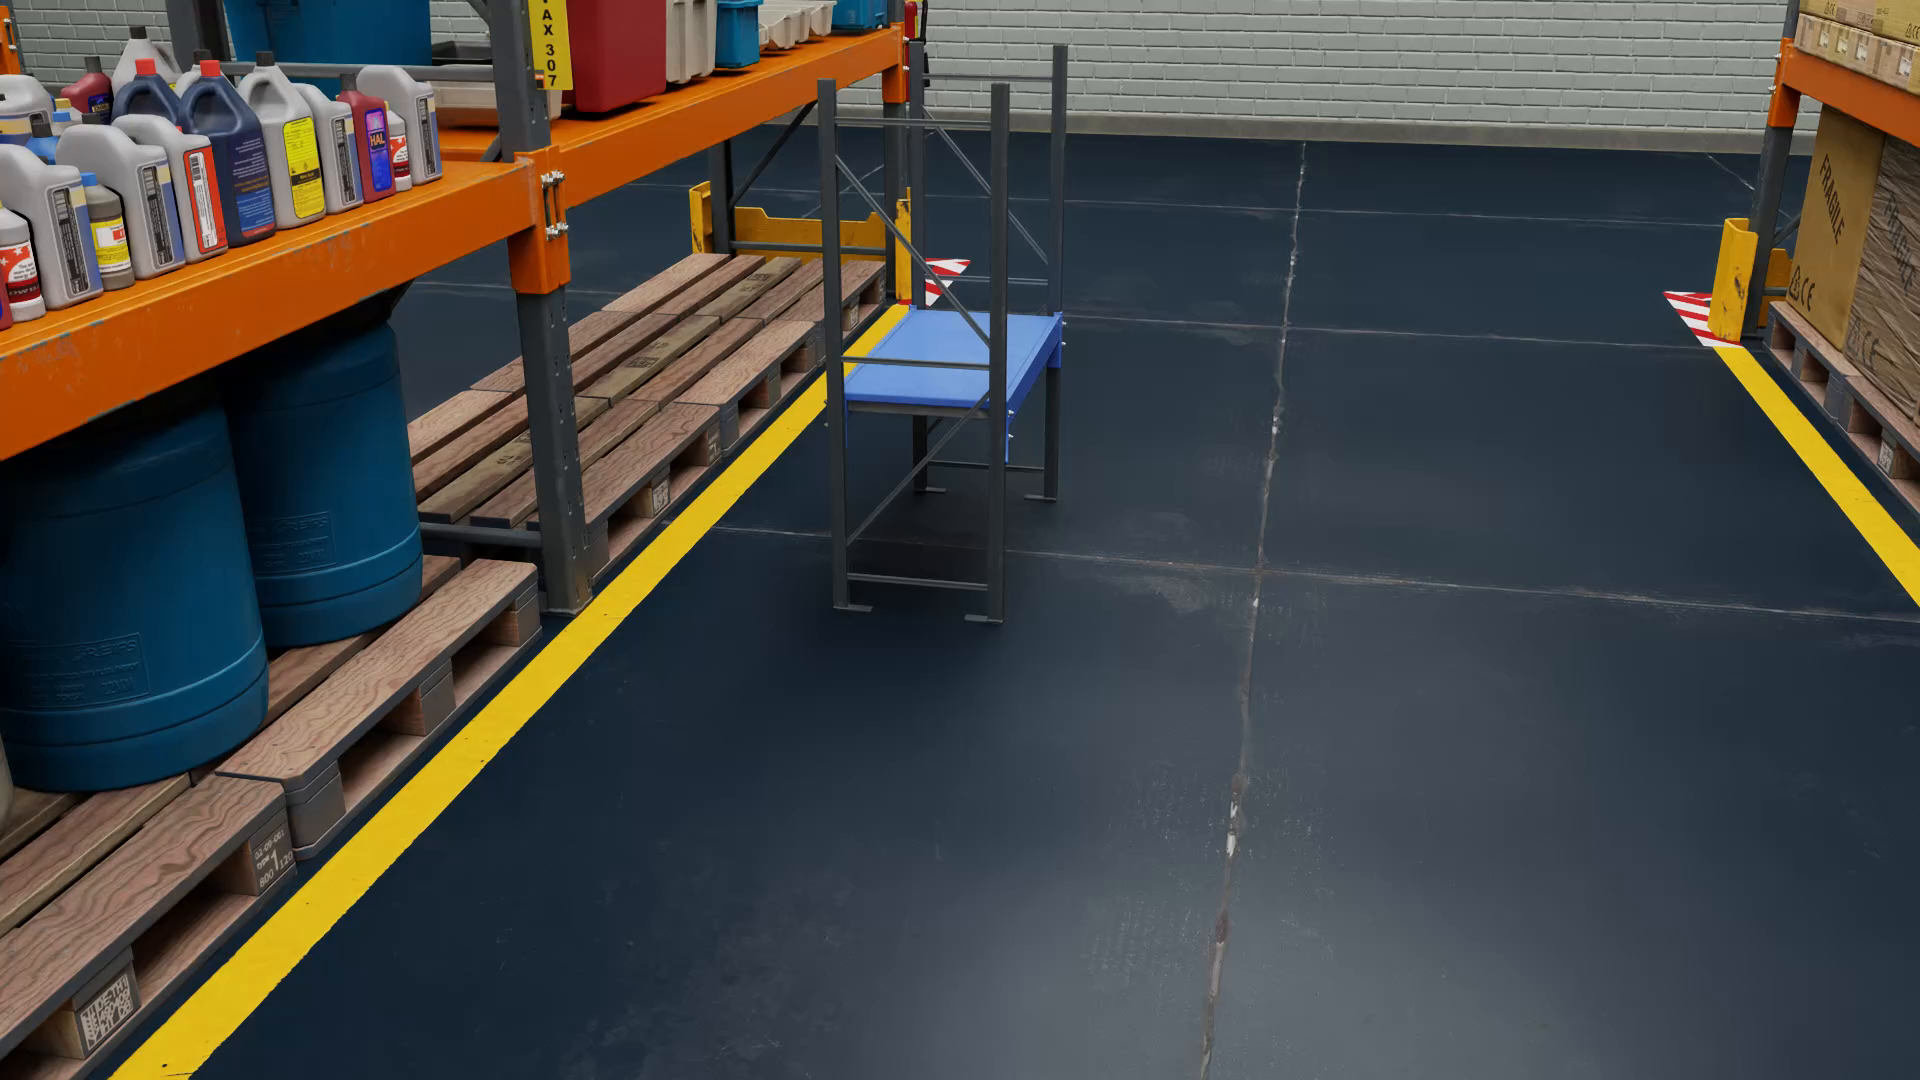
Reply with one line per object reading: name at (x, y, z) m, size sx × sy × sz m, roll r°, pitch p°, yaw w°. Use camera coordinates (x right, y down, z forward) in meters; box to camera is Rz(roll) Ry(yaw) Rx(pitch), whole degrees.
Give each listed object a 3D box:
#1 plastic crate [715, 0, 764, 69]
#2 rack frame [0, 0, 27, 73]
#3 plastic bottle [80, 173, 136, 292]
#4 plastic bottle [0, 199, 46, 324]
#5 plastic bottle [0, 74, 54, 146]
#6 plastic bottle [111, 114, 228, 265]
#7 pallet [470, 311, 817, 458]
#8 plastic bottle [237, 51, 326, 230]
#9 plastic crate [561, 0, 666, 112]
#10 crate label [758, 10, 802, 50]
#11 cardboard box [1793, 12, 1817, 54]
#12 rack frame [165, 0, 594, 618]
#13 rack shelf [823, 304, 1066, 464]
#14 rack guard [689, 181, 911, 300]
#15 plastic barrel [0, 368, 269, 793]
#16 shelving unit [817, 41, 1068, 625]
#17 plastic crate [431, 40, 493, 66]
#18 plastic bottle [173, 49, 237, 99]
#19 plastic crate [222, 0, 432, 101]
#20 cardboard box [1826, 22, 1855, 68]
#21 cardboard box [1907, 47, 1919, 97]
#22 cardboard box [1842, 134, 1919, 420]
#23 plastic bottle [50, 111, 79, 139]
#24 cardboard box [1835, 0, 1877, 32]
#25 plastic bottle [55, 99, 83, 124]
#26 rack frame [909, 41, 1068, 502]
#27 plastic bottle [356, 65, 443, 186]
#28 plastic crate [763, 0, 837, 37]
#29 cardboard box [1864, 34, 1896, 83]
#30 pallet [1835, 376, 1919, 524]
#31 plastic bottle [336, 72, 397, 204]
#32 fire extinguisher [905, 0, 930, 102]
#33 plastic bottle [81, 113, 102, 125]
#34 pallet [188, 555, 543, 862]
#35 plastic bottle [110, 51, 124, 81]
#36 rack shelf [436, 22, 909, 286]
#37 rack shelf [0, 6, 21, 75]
plastic crate at (-0.935, -1.869, 6.123) m, size 0.416 × 0.233 × 0.300 m, roll 4°, pitch 22°, yaw 11°
rack frame at (-5.615, -3.068, 8.957) m, size 1.000 × 3.000 × 0.127 m, roll 4°, pitch 22°, yaw 11°
plastic bottle at (-1.549, -0.554, 2.980) m, size 0.097 × 0.201 × 0.097 m, roll 0°, pitch 22°, yaw 0°
plastic bottle at (-1.596, -0.469, 2.769) m, size 0.097 × 0.201 × 0.097 m, roll 0°, pitch 22°, yaw 0°
plastic bottle at (-2.125, -0.895, 3.727) m, size 0.152 × 0.276 × 0.135 m, roll 4°, pitch 22°, yaw 11°
plastic bottle at (-1.525, -0.682, 3.198) m, size 0.152 × 0.276 × 0.135 m, roll 4°, pitch 22°, yaw 11°
pallet at (-1.224, -0.652, 6.691) m, size 1.003 × 0.211 × 1.213 m, roll 4°, pitch 22°, yaw 11°
plastic bottle at (-1.450, -0.843, 3.496) m, size 0.144 × 0.351 × 0.185 m, roll 4°, pitch 22°, yaw 11°
plastic crate at (-1.155, -1.591, 5.124) m, size 0.402 × 0.464 × 0.583 m, roll 4°, pitch 22°, yaw 11°
crate label at (-0.862, -2.074, 6.761) m, size 0.396 × 0.136 × 0.243 m, roll 4°, pitch 22°, yaw 11°
cardboard box at (3.686, -2.091, 6.866) m, size 0.380 × 0.149 × 0.250 m, roll 5°, pitch 22°, yaw 12°
rack frame at (-1.583, -1.227, 4.384) m, size 1.000 × 3.000 × 0.127 m, roll 4°, pitch 22°, yaw 11°
rack shelf at (-0.017, -0.498, 5.063) m, size 0.538 × 0.185 × 1.000 m, roll 4°, pitch 22°, yaw 11°
rack guard at (-0.775, -1.540, 8.507) m, size 1.175 × 0.500 × 0.348 m, roll 4°, pitch 22°, yaw 11°
plastic barrel at (-1.855, 0.009, 3.564) m, size 0.600 × 0.901 × 0.708 m, roll 4°, pitch 22°, yaw 11°
shelving unit at (-0.017, -0.665, 4.996) m, size 0.538 × 1.500 × 1.048 m, roll 4°, pitch 22°, yaw 11°
plastic crate at (-1.618, -1.557, 5.491) m, size 0.437 × 0.125 × 0.590 m, roll 4°, pitch 22°, yaw 11°
plastic bottle at (-1.591, -0.854, 3.524) m, size 0.144 × 0.351 × 0.185 m, roll 4°, pitch 22°, yaw 11°
plastic crate at (-1.822, -1.444, 4.864) m, size 0.392 × 0.384 × 0.575 m, roll 4°, pitch 22°, yaw 11°
cardboard box at (3.584, -1.903, 6.400) m, size 0.380 × 0.149 × 0.250 m, roll 4°, pitch 22°, yaw 10°
cardboard box at (3.374, -1.528, 5.469) m, size 0.380 × 0.149 × 0.250 m, roll 4°, pitch 22°, yaw 10°
cardboard box at (3.844, -0.948, 5.975) m, size 0.875 × 0.875 × 0.875 m, roll 4°, pitch 22°, yaw 11°
plastic bottle at (-1.999, -0.858, 3.734) m, size 0.097 × 0.201 × 0.097 m, roll 0°, pitch 22°, yaw 0°
cardboard box at (3.620, -2.035, 6.193) m, size 0.500 × 0.250 × 0.500 m, roll 4°, pitch 22°, yaw 10°
plastic bottle at (-2.108, -0.940, 3.939) m, size 0.097 × 0.201 × 0.097 m, roll 0°, pitch 22°, yaw 0°
rack frame at (0.086, -0.850, 5.458) m, size 0.500 × 1.500 × 0.032 m, roll 4°, pitch 22°, yaw 11°
plastic bottle at (-1.347, -1.000, 3.988) m, size 0.152 × 0.276 × 0.135 m, roll 4°, pitch 22°, yaw 11°
plastic crate at (-0.756, -2.283, 7.279) m, size 0.396 × 0.136 × 0.243 m, roll 4°, pitch 22°, yaw 11°
cardboard box at (3.479, -1.715, 5.932) m, size 0.380 × 0.149 × 0.250 m, roll 4°, pitch 22°, yaw 10°
pallet at (3.744, -0.275, 5.754) m, size 1.003 × 0.211 × 1.213 m, roll 4°, pitch 22°, yaw 11°
plastic bottle at (-1.350, -0.916, 3.768) m, size 0.061 × 0.283 × 0.133 m, roll 4°, pitch 22°, yaw 11°
fire extinguisher at (-0.291, -2.501, 8.151) m, size 0.296 × 0.674 × 0.183 m, roll 4°, pitch 22°, yaw 11°
plastic bottle at (-1.650, -0.683, 3.206) m, size 0.097 × 0.271 × 0.097 m, roll 0°, pitch 22°, yaw 0°
pallet at (-1.781, 0.346, 4.212) m, size 1.003 × 0.211 × 1.213 m, roll 4°, pitch 22°, yaw 11°
plastic bottle at (-2.076, -1.071, 4.153) m, size 0.061 × 0.283 × 0.133 m, roll 4°, pitch 22°, yaw 11°
rack shelf at (-1.175, -1.624, 6.334) m, size 1.077 × 0.370 × 4.000 m, roll 4°, pitch 22°, yaw 11°
rack shelf at (-6.023, -2.003, 7.275) m, size 1.077 × 0.370 × 4.000 m, roll 4°, pitch 22°, yaw 11°
